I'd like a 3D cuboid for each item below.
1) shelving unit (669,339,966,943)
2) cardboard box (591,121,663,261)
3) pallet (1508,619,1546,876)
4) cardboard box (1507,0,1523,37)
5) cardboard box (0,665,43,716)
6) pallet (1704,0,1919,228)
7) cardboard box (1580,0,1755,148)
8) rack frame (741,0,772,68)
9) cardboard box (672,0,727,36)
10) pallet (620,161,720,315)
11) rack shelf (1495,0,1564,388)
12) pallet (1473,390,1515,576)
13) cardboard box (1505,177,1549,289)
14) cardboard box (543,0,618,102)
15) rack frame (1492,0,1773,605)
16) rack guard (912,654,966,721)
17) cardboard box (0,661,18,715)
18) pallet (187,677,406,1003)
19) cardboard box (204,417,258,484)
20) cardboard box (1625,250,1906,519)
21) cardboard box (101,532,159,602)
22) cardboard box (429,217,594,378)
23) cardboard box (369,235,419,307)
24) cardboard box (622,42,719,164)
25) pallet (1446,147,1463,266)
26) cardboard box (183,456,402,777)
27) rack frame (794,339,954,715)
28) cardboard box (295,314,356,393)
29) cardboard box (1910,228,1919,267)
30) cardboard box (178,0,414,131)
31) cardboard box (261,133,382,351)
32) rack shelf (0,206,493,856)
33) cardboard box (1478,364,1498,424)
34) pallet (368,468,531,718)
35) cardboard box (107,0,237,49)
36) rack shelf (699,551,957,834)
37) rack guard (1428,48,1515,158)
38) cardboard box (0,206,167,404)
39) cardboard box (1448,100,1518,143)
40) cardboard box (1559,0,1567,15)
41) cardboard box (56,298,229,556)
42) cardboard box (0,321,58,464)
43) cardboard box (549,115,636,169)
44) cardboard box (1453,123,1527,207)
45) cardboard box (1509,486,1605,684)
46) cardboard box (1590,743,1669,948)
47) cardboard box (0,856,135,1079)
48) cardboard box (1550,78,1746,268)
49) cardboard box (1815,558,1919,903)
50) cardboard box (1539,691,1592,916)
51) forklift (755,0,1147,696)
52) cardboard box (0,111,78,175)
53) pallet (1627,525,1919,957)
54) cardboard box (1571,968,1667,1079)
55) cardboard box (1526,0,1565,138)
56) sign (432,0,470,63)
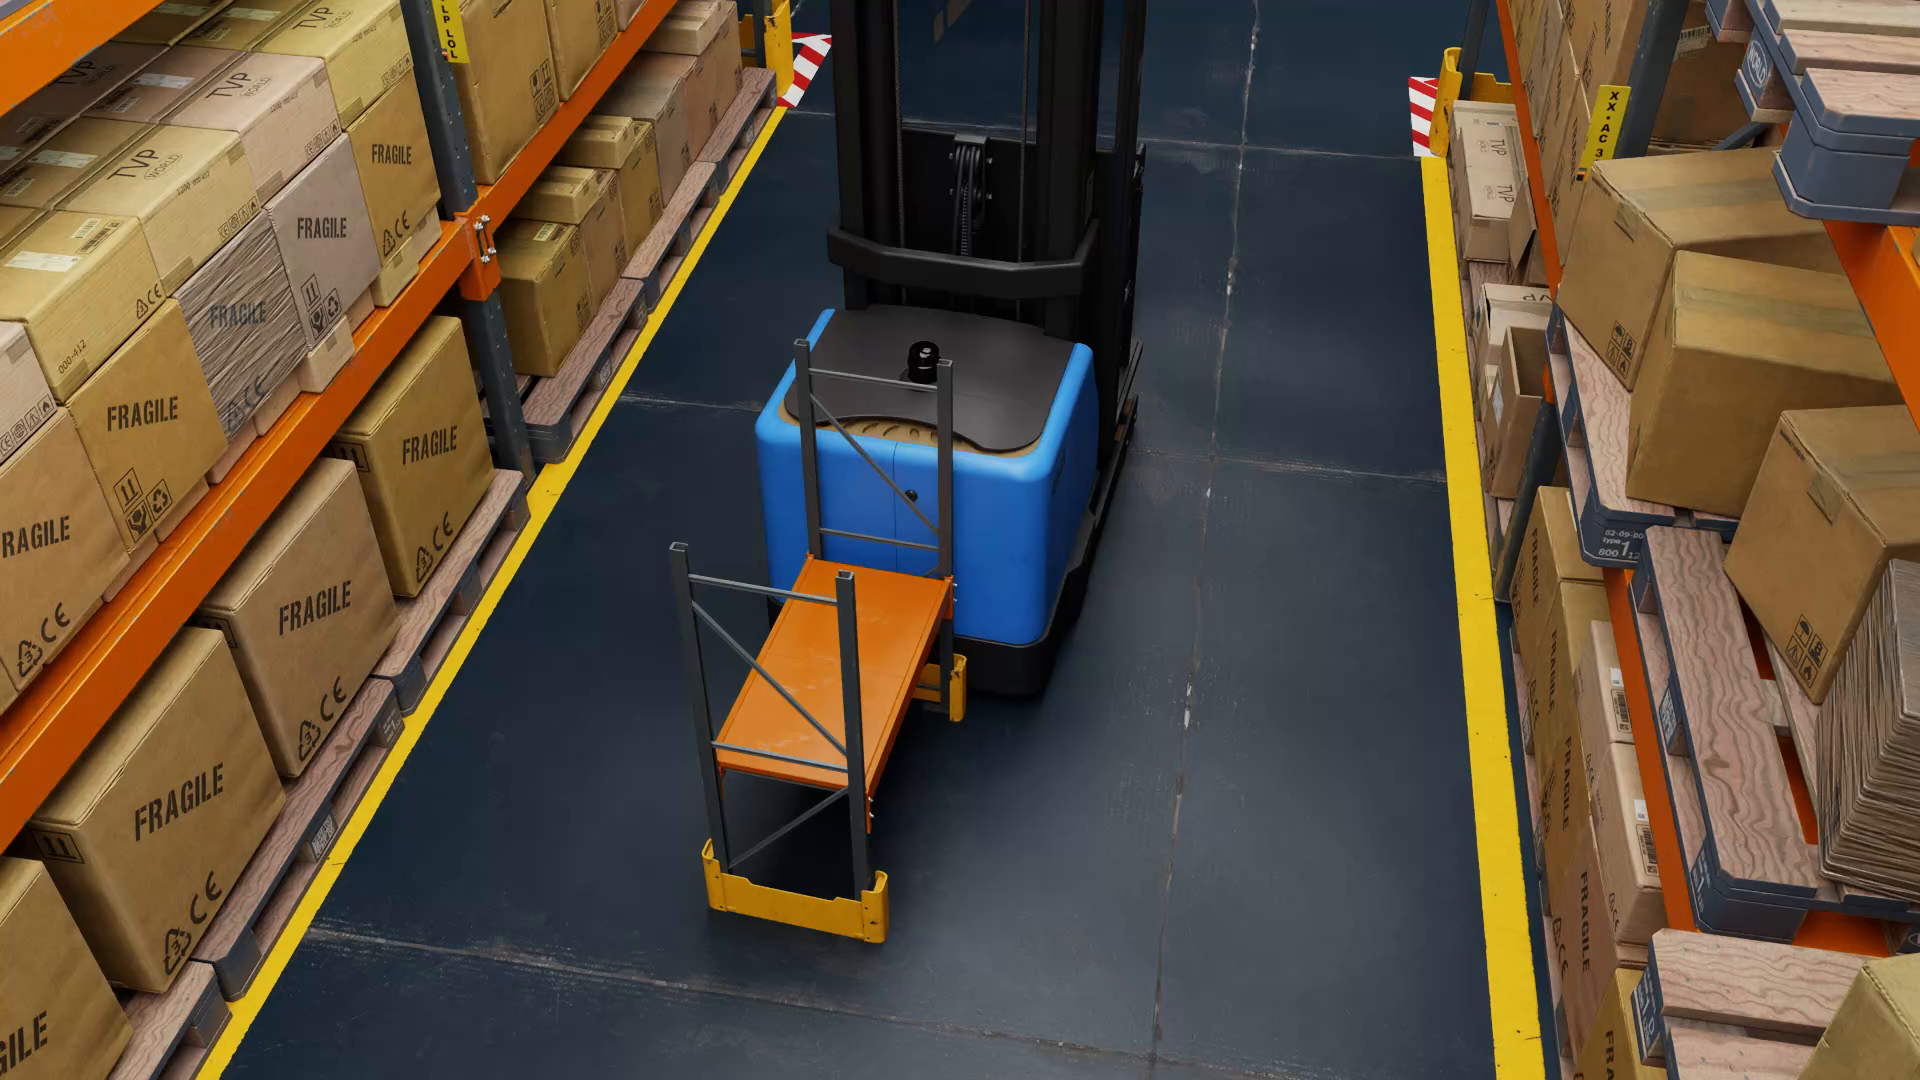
[{"bbox_3d":[-0.391,0.312,5.196,0.587,1.500,1.083,9,40,11],"label":"shelving unit"},{"bbox_3d":[-1.891,-1.732,8.123,0.700,0.500,0.500,7,40,9],"label":"cardboard box"},{"bbox_3d":[2.473,0.694,5.745,1.003,0.211,1.213,6,40,8],"label":"pallet"},{"bbox_3d":[2.758,-2.556,7.409,0.500,0.500,0.500,6,40,8],"label":"cardboard box"},{"bbox_3d":[-2.570,0.329,4.179,0.380,0.149,0.250,7,40,9],"label":"cardboard box"},{"bbox_3d":[2.218,-0.926,3.310,1.213,0.211,1.003,6,40,8],"label":"pallet"},{"bbox_3d":[2.409,-1.665,5.547,0.500,0.500,0.500,7,40,8],"label":"cardboard box"},{"bbox_3d":[-1.611,-3.949,9.173,1.000,3.000,0.127,6,40,8],"label":"rack frame"},{"bbox_3d":[-1.476,-2.847,8.962,0.380,0.149,0.250,6,40,7],"label":"cardboard box"},{"bbox_3d":[-1.886,-1.601,8.521,1.003,0.211,1.213,6,40,8],"label":"pallet"},{"bbox_3d":[2.923,-1.873,7.226,1.077,0.370,4.000,6,40,8],"label":"rack shelf"},{"bbox_3d":[2.696,-0.251,6.889,1.003,0.211,1.213,6,40,8],"label":"pallet"},{"bbox_3d":[2.897,-1.282,7.561,0.797,0.503,0.637,6,40,8],"label":"cardboard box"},{"bbox_3d":[-2.061,-2.351,7.004,0.980,0.700,0.700,5,40,7],"label":"cardboard box"},{"bbox_3d":[2.576,-0.895,5.479,1.000,3.000,0.127,6,40,8],"label":"rack frame"},{"bbox_3d":[-0.268,0.486,5.966,0.587,0.250,0.087,9,40,11],"label":"rack guard"},{"bbox_3d":[-2.559,0.306,3.698,0.500,0.500,0.500,8,40,9],"label":"cardboard box"},{"bbox_3d":[-2.571,0.896,5.501,1.003,0.211,1.213,6,40,8],"label":"pallet"},{"bbox_3d":[-2.346,-0.314,4.957,0.380,0.149,0.250,5,40,6],"label":"cardboard box"},{"bbox_3d":[2.218,-0.384,4.453,0.700,0.500,0.500,12,41,15],"label":"cardboard box"},{"bbox_3d":[-2.455,0.015,4.559,0.380,0.149,0.250,7,40,8],"label":"cardboard box"},{"bbox_3d":[-2.073,-1.096,7.353,0.700,0.500,0.500,7,40,8],"label":"cardboard box"},{"bbox_3d":[-2.103,-0.946,5.721,0.380,0.149,0.250,7,40,8],"label":"cardboard box"},{"bbox_3d":[-1.720,-2.384,8.911,0.700,0.500,0.500,6,40,8],"label":"cardboard box"},{"bbox_3d":[3.119,-1.783,8.741,1.003,0.211,1.213,6,40,8],"label":"pallet"},{"bbox_3d":[-2.438,0.208,5.502,0.750,0.750,0.750,8,40,9],"label":"cardboard box"},{"bbox_3d":[-0.268,0.003,5.569,0.500,1.500,0.032,9,40,11],"label":"rack frame"},{"bbox_3d":[-2.180,-0.616,5.322,0.380,0.149,0.250,6,40,8],"label":"cardboard box"},{"bbox_3d":[2.105,-0.503,2.572,0.910,0.500,0.500,6,40,8],"label":"cardboard box"},{"bbox_3d":[-2.132,-1.568,5.376,0.500,0.250,0.500,7,40,9],"label":"cardboard box"},{"bbox_3d":[-2.213,-0.961,5.231,0.500,0.500,0.500,7,40,8],"label":"cardboard box"},{"bbox_3d":[-2.649,0.093,4.848,1.077,0.370,4.000,6,40,8],"label":"rack shelf"},{"bbox_3d":[2.401,-0.597,7.010,0.380,0.149,0.250,6,40,8],"label":"cardboard box"},{"bbox_3d":[-2.362,0.128,6.429,1.003,0.211,1.213,6,40,8],"label":"pallet"},{"bbox_3d":[-2.639,-1.629,5.450,0.500,0.250,0.500,8,40,9],"label":"cardboard box"},{"bbox_3d":[-0.393,0.456,5.304,0.538,0.185,1.000,9,40,11],"label":"rack shelf"},{"bbox_3d":[3.256,-2.395,9.254,1.175,0.500,0.348,6,40,8],"label":"rack guard"},{"bbox_3d":[-2.406,-0.608,4.215,0.500,0.250,0.500,6,40,7],"label":"cardboard box"},{"bbox_3d":[2.858,-2.252,9.011,0.380,0.149,0.250,6,40,8],"label":"cardboard box"},{"bbox_3d":[2.582,-2.303,6.318,0.500,0.500,0.500,7,40,8],"label":"cardboard box"},{"bbox_3d":[-2.390,-0.333,4.471,0.500,0.500,0.500,7,40,9],"label":"cardboard box"},{"bbox_3d":[-2.488,-0.287,3.827,0.500,0.250,0.500,7,40,8],"label":"cardboard box"},{"bbox_3d":[-1.744,-1.868,7.778,0.380,0.149,0.250,5,40,6],"label":"cardboard box"},{"bbox_3d":[2.809,-1.892,8.497,0.500,0.250,0.500,6,40,8],"label":"cardboard box"},{"bbox_3d":[2.253,0.175,5.800,0.500,0.500,0.500,5,40,6],"label":"cardboard box"},{"bbox_3d":[1.993,0.829,4.422,0.500,0.250,0.500,6,40,7],"label":"cardboard box"},{"bbox_3d":[-2.739,1.291,4.192,0.750,0.750,0.750,6,40,7],"label":"cardboard box"},{"bbox_3d":[2.410,-1.276,5.861,0.500,0.500,0.500,7,40,8],"label":"cardboard box"},{"bbox_3d":[2.229,0.454,3.439,0.700,0.500,0.500,14,42,16],"label":"cardboard box"},{"bbox_3d":[2.078,0.824,5.016,0.500,0.500,0.500,7,40,8],"label":"cardboard box"},{"bbox_3d":[0.157,-1.518,6.286,1.130,2.935,3.031,9,40,11],"label":"forklift"},{"bbox_3d":[-2.805,-0.985,4.671,0.500,0.250,0.500,5,40,6],"label":"cardboard box"},{"bbox_3d":[2.216,0.468,3.980,1.003,0.211,1.213,6,40,8],"label":"pallet"},{"bbox_3d":[1.905,1.471,4.233,0.500,0.500,0.500,5,40,6],"label":"cardboard box"},{"bbox_3d":[2.585,-1.922,6.642,0.500,0.500,0.500,7,40,9],"label":"cardboard box"},{"bbox_3d":[-1.767,-1.801,5.728,0.100,0.325,0.005,6,40,8],"label":"sign"}]
